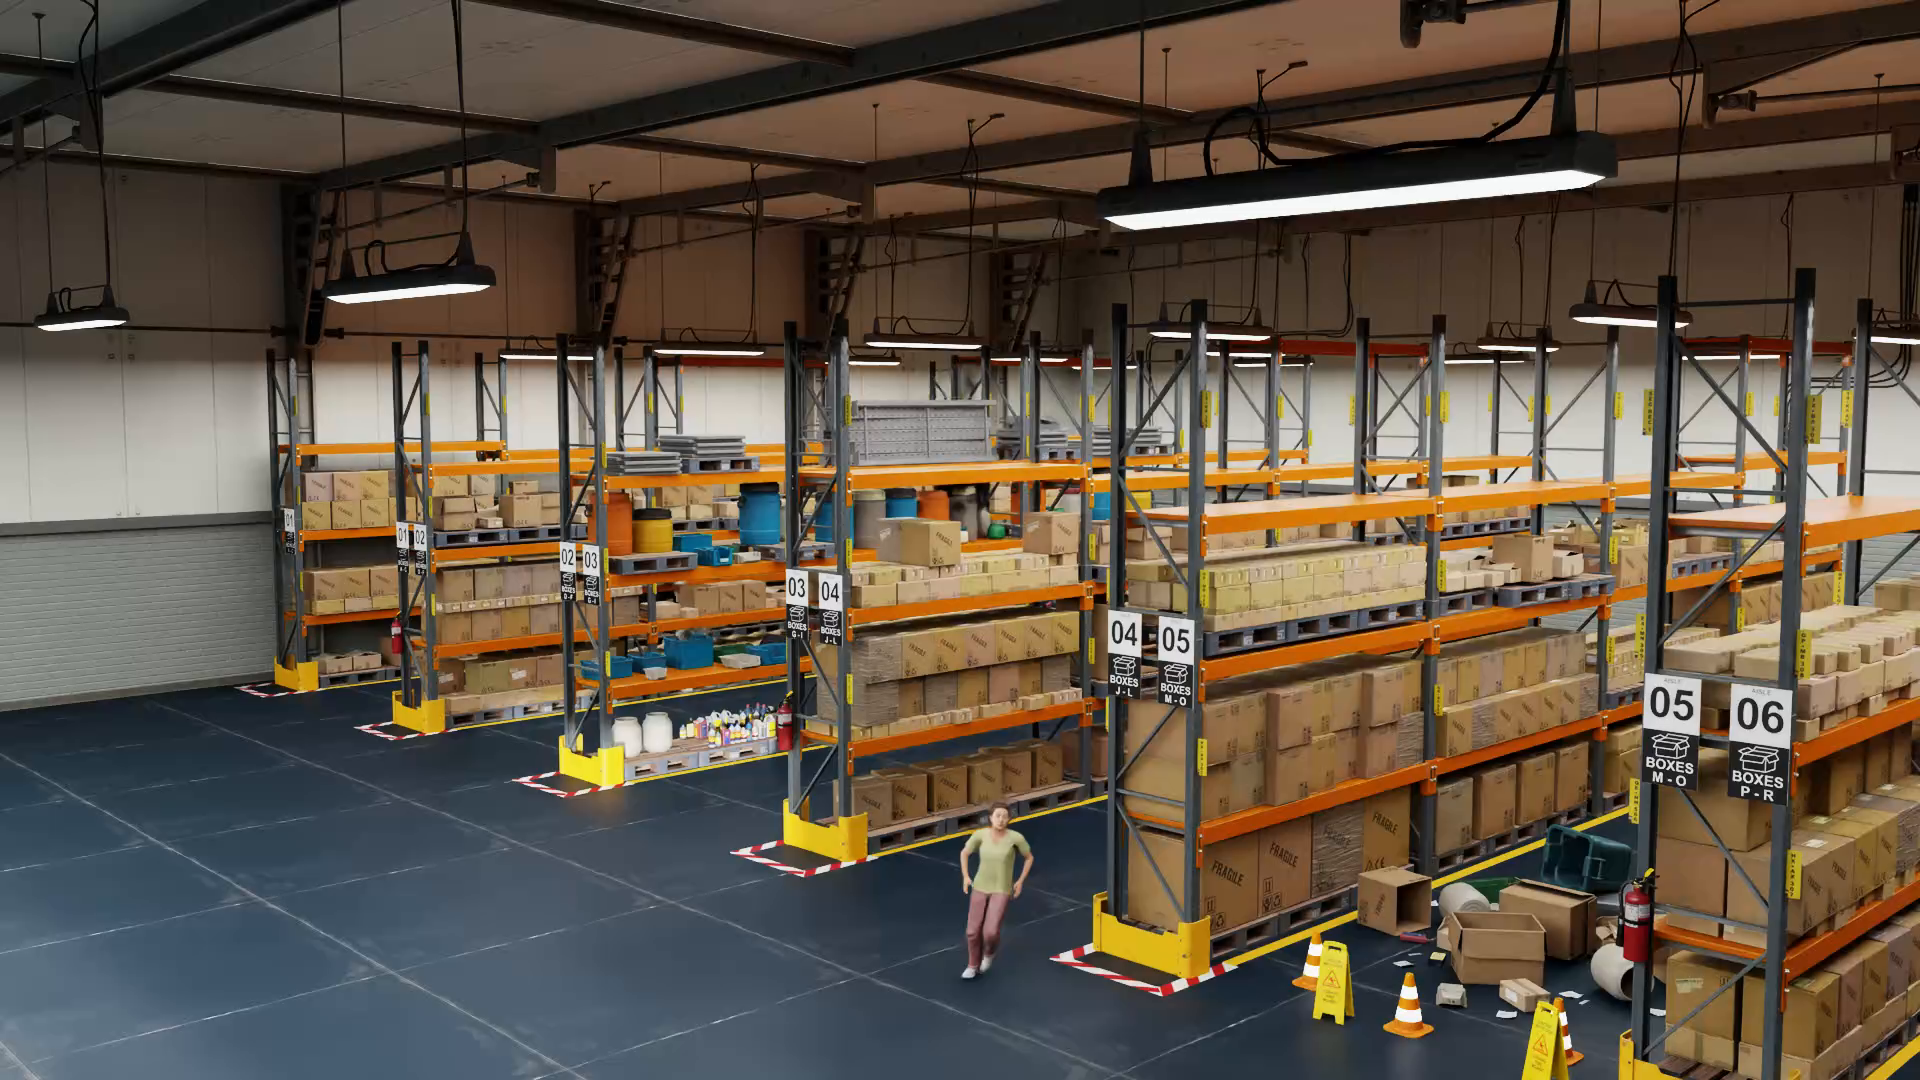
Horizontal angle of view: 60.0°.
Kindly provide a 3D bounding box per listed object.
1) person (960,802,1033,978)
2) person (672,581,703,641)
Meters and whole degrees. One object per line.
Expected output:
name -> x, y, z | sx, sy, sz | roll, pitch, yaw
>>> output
person -> 0.296, 3.097, 14.633 | 0.637, 1.606, 0.508 | 1, 5, 13
person -> -5.202, 1.558, 32.253 | 0.706, 1.731, 1.053 | 4, 6, 37
